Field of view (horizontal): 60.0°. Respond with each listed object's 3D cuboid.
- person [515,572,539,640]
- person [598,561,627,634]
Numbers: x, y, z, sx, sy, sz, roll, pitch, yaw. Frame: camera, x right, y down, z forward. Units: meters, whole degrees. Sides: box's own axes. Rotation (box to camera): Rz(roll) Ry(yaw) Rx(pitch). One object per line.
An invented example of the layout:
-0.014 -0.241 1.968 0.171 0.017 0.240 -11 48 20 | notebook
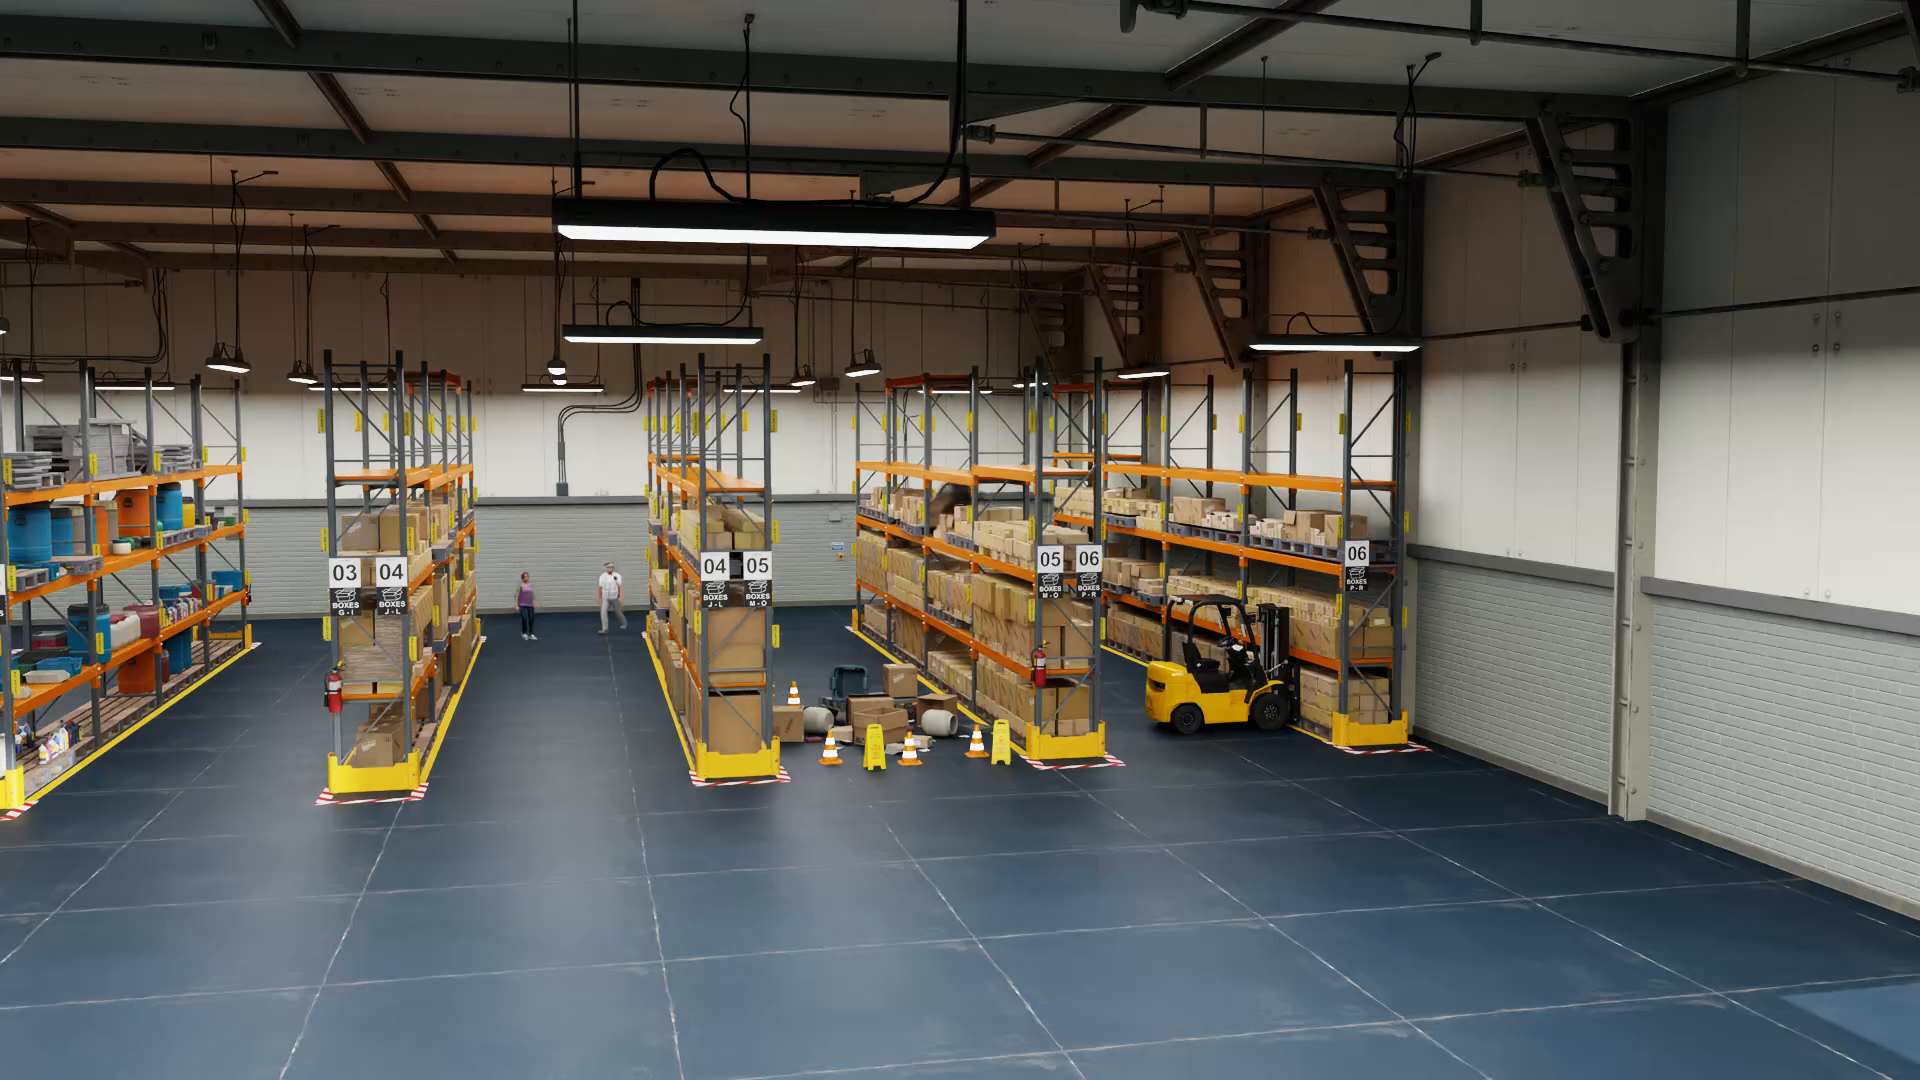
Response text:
-10.042 1.529 38.478 0.524 1.583 0.399 -3 5 -37 | person
-8.360 1.363 39.836 0.477 1.720 0.978 1 4 10 | person
